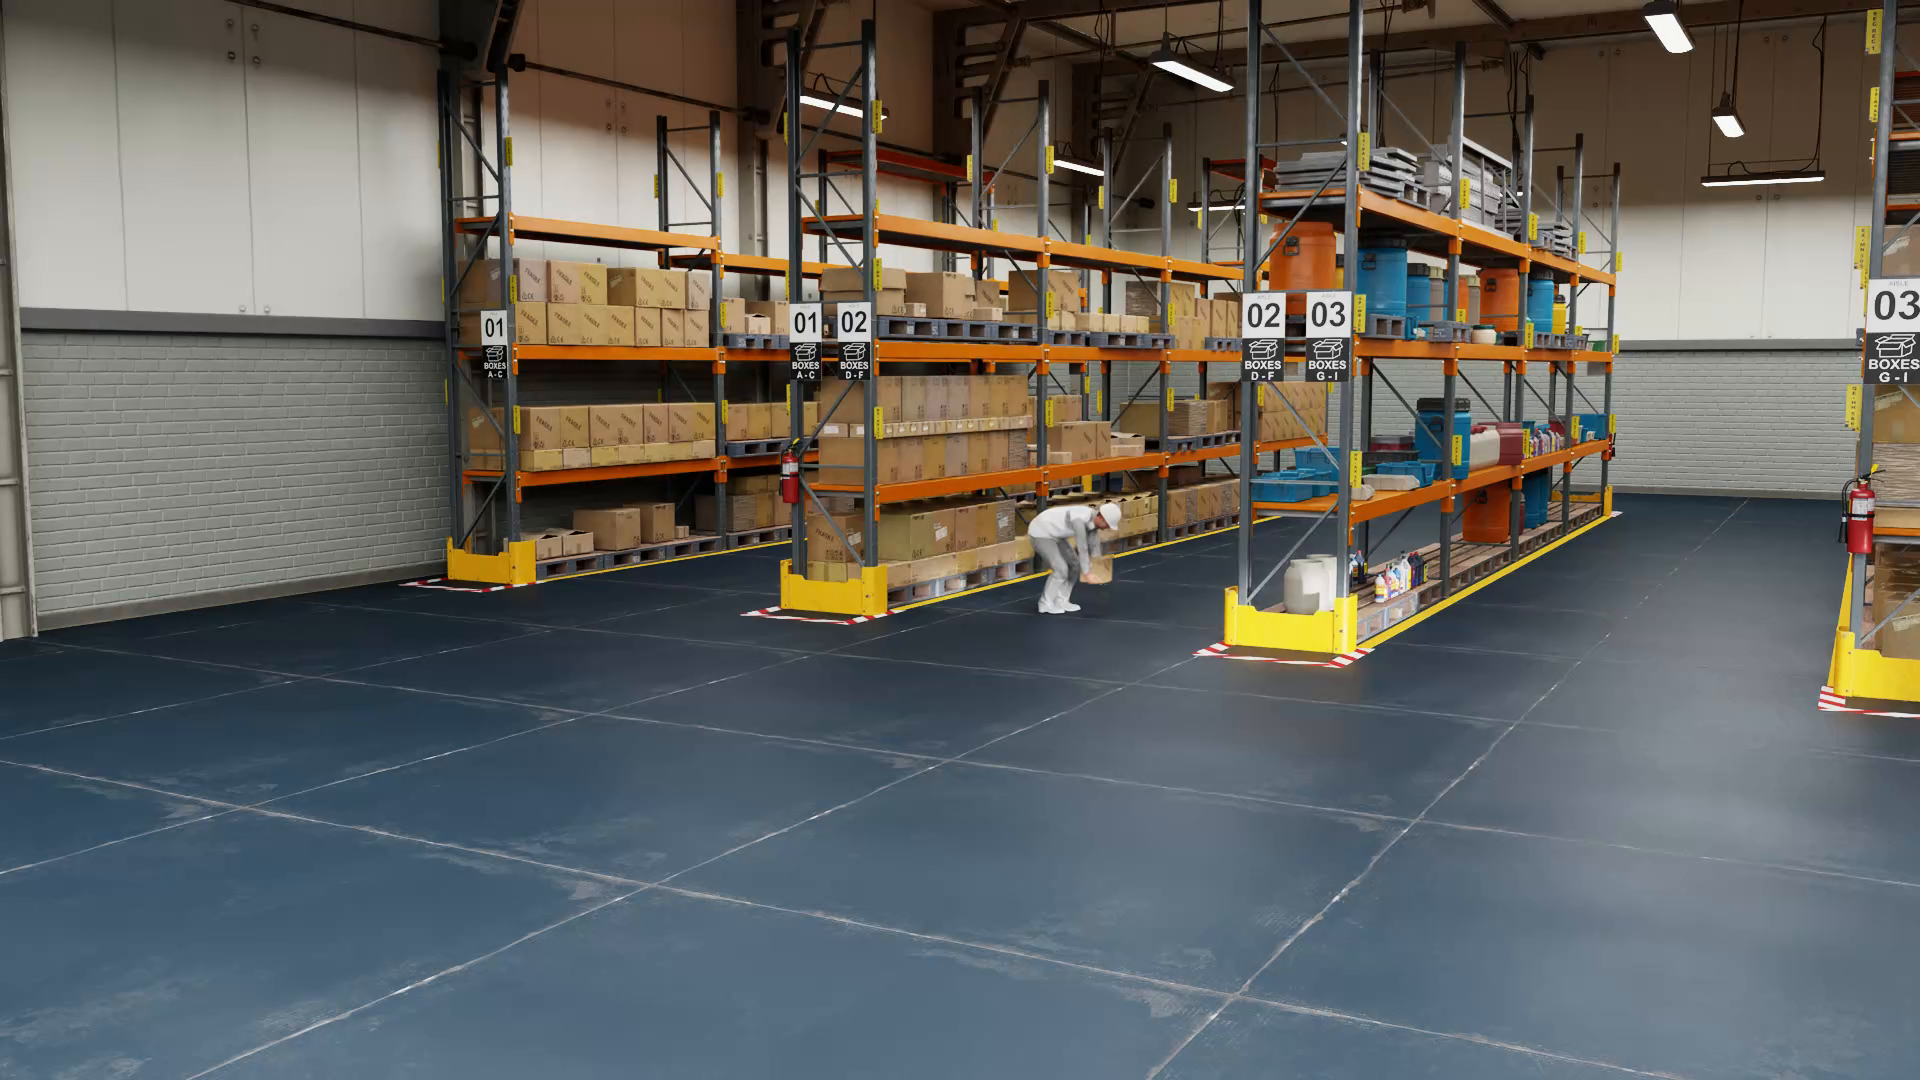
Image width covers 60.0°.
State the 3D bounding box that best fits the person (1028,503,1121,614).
[{"bbox_3d":[1.194,0.183,17.241,0.987,1.155,0.481,3,7,26],"label":"person"}]
